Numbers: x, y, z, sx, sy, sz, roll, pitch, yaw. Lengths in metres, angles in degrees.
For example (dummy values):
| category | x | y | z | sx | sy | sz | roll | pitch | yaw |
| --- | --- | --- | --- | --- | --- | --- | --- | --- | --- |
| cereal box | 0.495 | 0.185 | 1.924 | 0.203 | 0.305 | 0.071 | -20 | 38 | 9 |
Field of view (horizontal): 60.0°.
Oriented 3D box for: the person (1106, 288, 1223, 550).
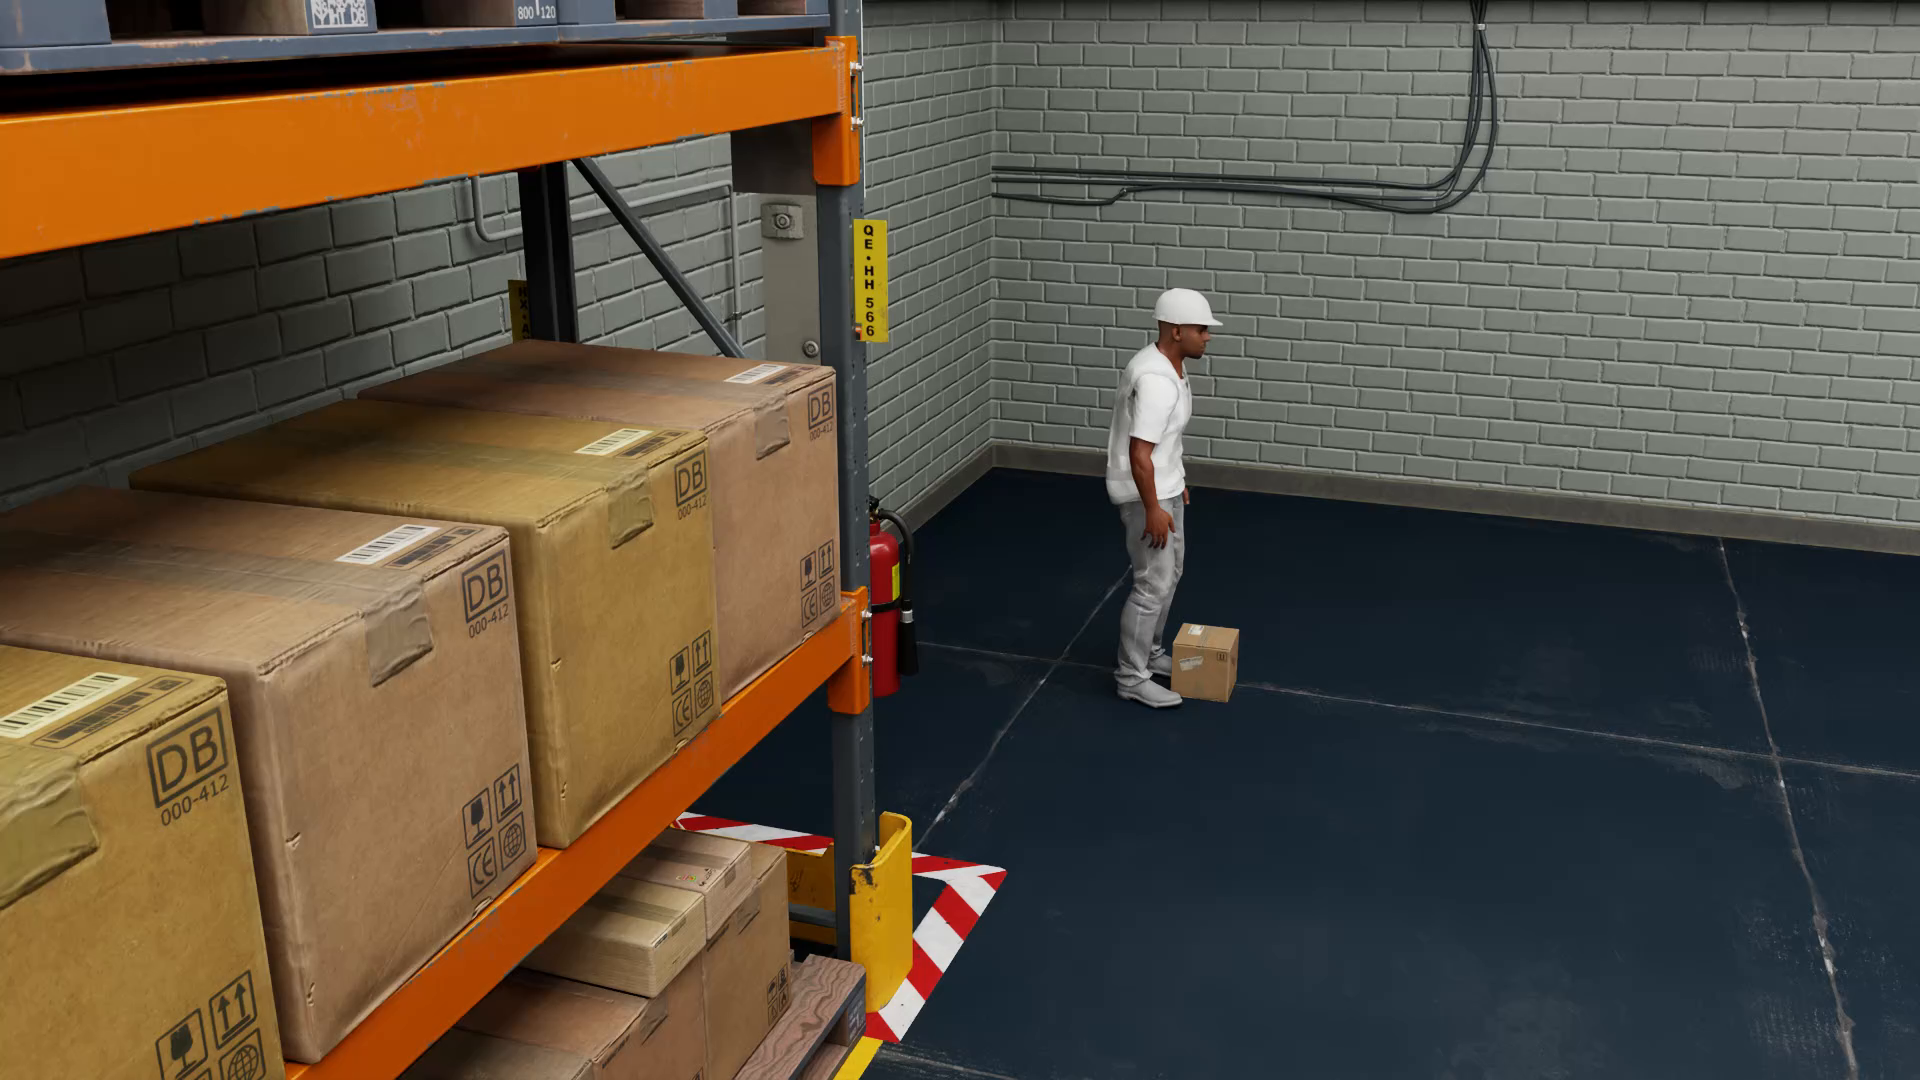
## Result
| category | x | y | z | sx | sy | sz | roll | pitch | yaw |
| --- | --- | --- | --- | --- | --- | --- | --- | --- | --- |
| person | 0.859 | -0.534 | 7.022 | 0.454 | 1.060 | 0.636 | 5 | 19 | 15 |
